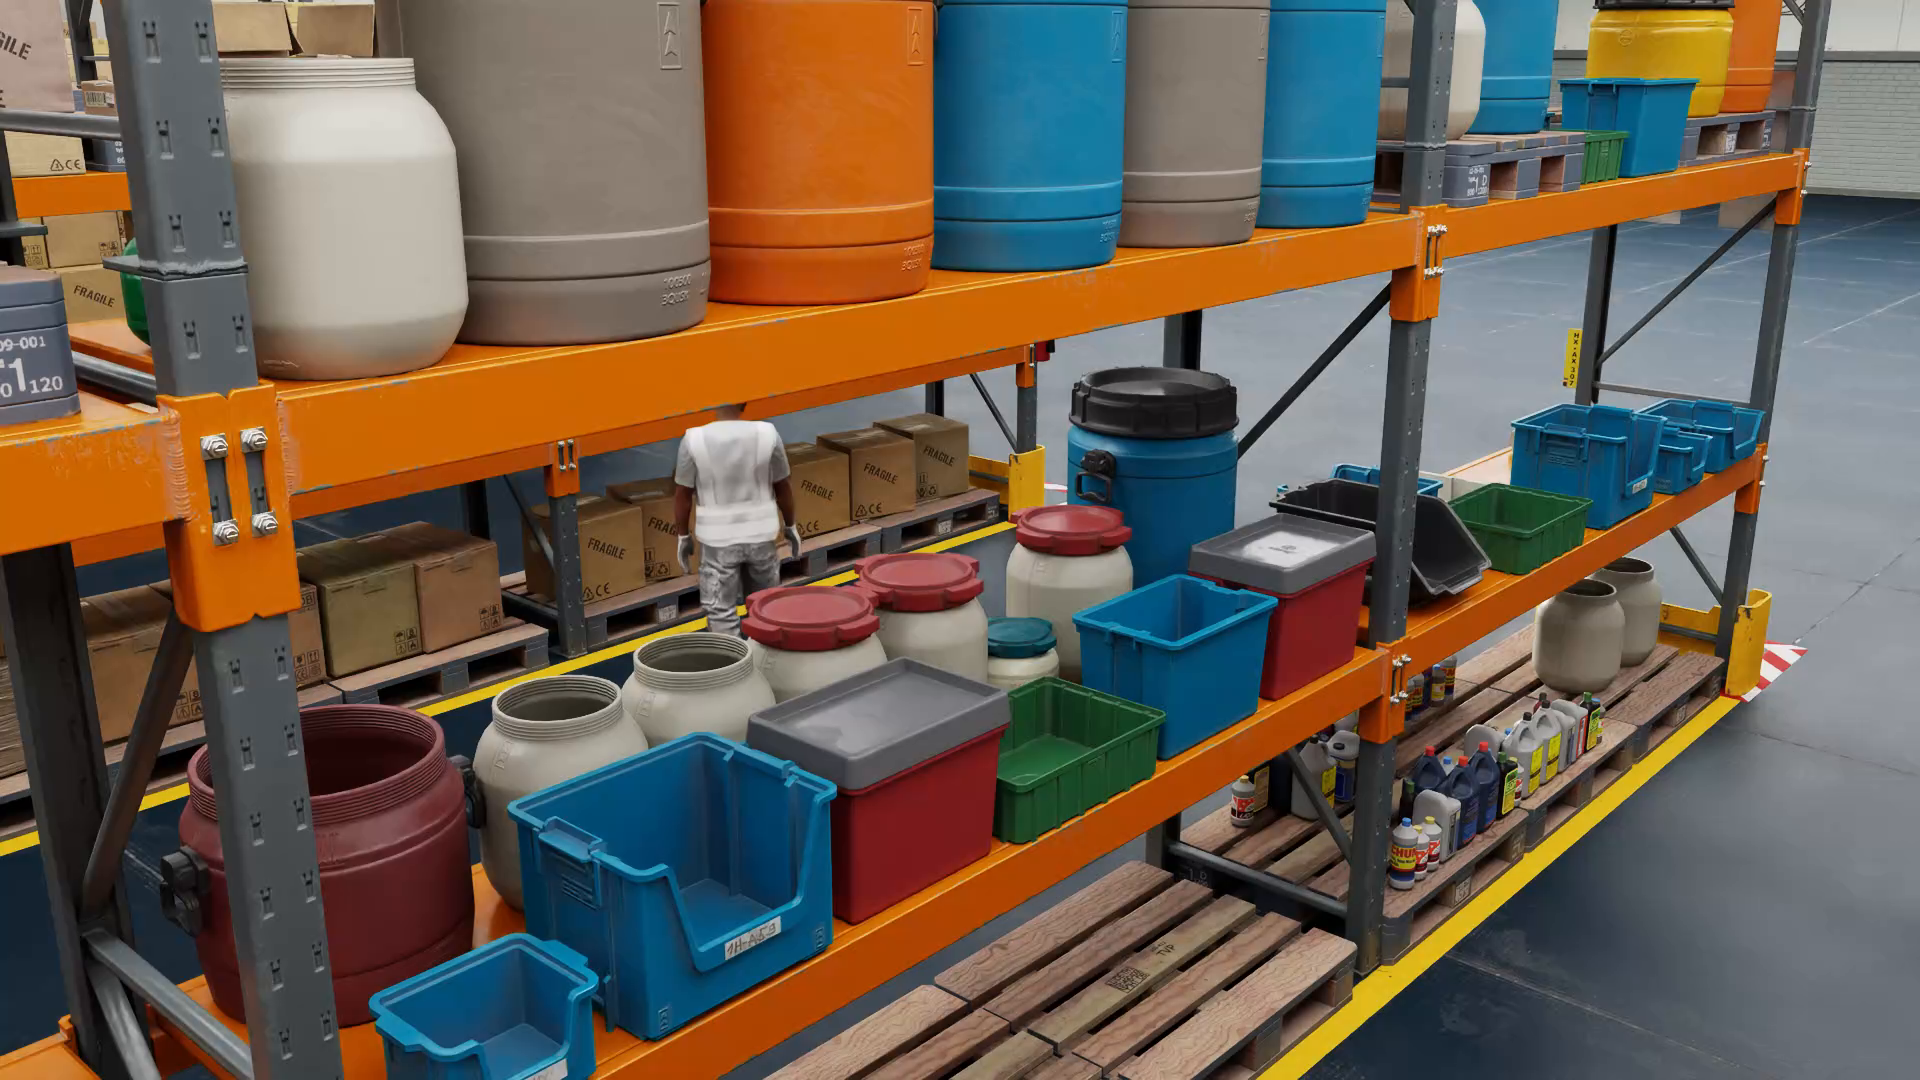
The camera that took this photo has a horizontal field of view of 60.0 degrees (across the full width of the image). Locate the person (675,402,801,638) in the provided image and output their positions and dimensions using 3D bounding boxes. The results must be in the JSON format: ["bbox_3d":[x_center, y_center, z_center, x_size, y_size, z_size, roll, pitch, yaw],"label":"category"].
[{"bbox_3d":[-1.128,-0.018,8.475,0.646,1.783,0.574,-6,18,-20],"label":"person"}]
